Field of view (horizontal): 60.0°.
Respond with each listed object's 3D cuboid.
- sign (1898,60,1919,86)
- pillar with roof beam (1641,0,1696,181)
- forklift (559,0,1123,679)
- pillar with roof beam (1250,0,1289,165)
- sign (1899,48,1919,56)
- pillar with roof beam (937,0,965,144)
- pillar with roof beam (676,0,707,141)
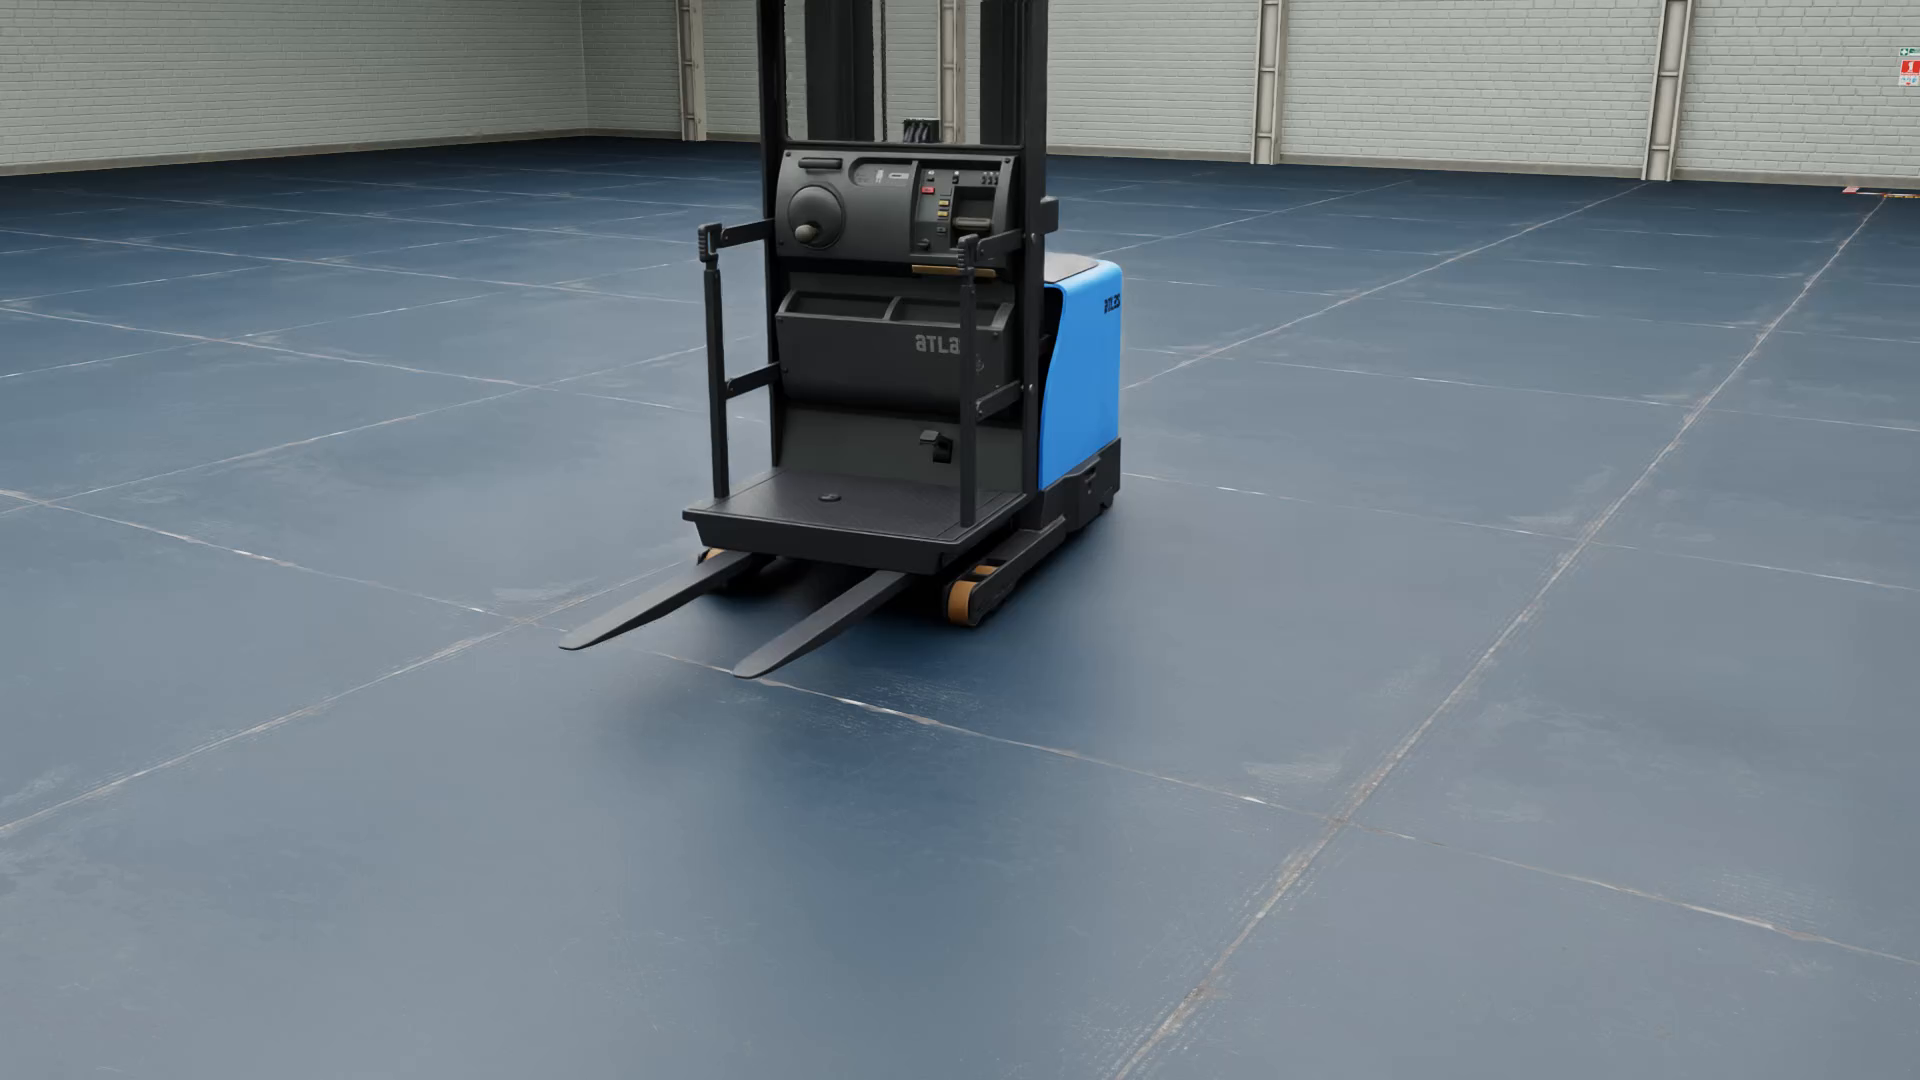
[{"bbox_3d":[12.680,-6.237,22.193,0.234,0.329,0.001,10,20,30],"label":"sign"},{"bbox_3d":[7.817,-8.442,19.191,0.400,9.000,9.100,10,20,30],"label":"pillar with roof beam"},{"bbox_3d":[-0.327,-1.234,5.901,1.130,2.935,3.031,7,18,22],"label":"forklift"},{"bbox_3d":[2.704,-9.355,22.195,0.400,9.000,9.100,10,20,30],"label":"pillar with roof beam"},{"bbox_3d":[12.679,-6.488,22.106,0.331,0.109,0.001,10,20,30],"label":"sign"},{"bbox_3d":[-2.408,-10.268,25.200,0.400,9.000,9.100,10,20,30],"label":"pillar with roof beam"},{"bbox_3d":[-7.521,-11.180,28.204,0.400,9.000,9.100,10,20,30],"label":"pillar with roof beam"}]
